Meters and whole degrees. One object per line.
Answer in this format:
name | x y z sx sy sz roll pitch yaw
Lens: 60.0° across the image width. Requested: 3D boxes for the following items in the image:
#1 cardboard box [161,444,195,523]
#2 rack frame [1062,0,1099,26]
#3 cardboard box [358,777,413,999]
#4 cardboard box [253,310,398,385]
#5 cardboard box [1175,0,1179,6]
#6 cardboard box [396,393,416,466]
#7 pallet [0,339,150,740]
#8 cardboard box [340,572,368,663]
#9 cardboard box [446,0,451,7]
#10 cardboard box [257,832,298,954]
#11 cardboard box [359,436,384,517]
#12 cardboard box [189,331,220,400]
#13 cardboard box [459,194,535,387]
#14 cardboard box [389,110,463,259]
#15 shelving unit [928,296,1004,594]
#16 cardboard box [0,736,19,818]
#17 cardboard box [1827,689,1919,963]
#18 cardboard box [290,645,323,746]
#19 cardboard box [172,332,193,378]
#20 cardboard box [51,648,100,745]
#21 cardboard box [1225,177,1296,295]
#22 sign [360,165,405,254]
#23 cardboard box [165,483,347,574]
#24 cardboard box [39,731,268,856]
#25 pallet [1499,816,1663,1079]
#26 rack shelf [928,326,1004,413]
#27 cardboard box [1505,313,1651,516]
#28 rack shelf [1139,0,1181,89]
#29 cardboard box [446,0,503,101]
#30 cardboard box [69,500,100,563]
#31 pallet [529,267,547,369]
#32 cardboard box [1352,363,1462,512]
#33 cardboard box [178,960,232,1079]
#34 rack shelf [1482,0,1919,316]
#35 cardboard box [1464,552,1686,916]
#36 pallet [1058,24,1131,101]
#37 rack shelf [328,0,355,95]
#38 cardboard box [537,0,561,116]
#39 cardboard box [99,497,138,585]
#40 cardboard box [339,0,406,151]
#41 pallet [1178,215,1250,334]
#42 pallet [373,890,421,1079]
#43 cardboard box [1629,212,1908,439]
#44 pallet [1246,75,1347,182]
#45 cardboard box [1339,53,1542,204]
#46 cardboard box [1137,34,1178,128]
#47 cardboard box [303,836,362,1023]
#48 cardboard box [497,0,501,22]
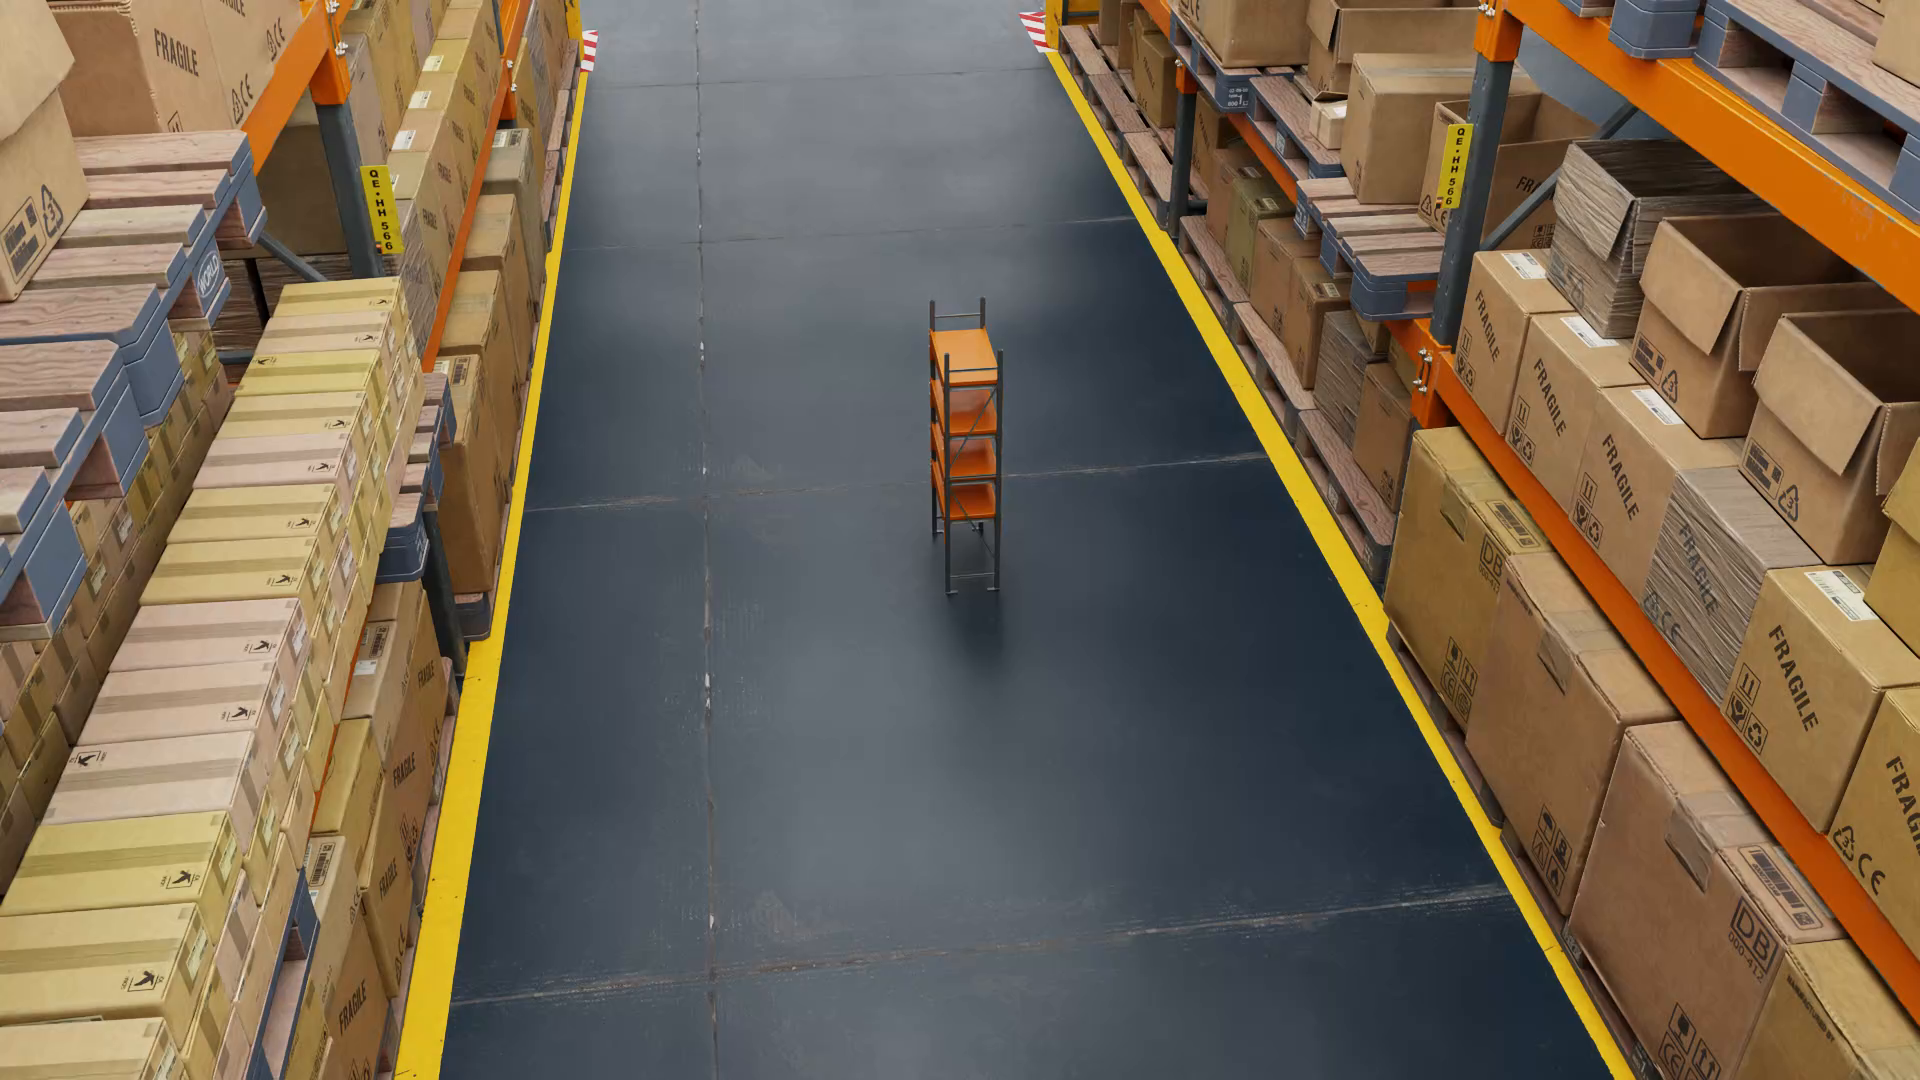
cardboard box | -2.628 -0.166 5.181 0.380 0.149 0.250 -3 34 -4
rack frame | 1.292 -5.445 13.077 1.000 3.000 0.127 -4 35 -6
cardboard box | -2.060 1.129 5.277 0.500 0.500 0.500 -6 35 -9
cardboard box | -2.009 -0.598 5.286 0.380 0.149 0.250 -5 35 -7
cardboard box | 1.510 -3.207 10.016 0.380 0.149 0.250 -4 35 -6
cardboard box | -2.007 -0.352 5.454 0.380 0.149 0.250 -4 35 -7
pallet | -2.000 0.056 2.508 1.213 0.211 1.003 -4 35 -6
cardboard box | -1.872 0.225 4.606 0.380 0.149 0.250 -3 34 -5
cardboard box | -3.026 -3.072 8.617 0.700 0.500 0.500 -5 35 -7
cardboard box | -1.725 0.812 3.745 0.380 0.149 0.250 -4 34 -6
cardboard box | -1.934 -0.178 4.934 0.380 0.149 0.250 -4 35 -6
cardboard box | -2.695 -0.570 5.508 0.380 0.149 0.250 -3 34 -4
cardboard box | -2.800 -1.260 8.560 1.050 0.750 0.750 -4 35 -6
cardboard box | -2.492 -1.539 7.256 0.500 0.500 0.500 -4 35 -6
shelving unit | 0.022 -0.403 7.277 0.258 1.200 0.503 -4 35 -6
cardboard box | -2.414 0.587 3.810 0.380 0.149 0.250 -6 35 -9
cardboard box | 2.513 0.693 3.981 0.500 0.500 0.500 -3 34 -5
cardboard box | -1.801 0.391 4.098 0.380 0.149 0.250 -5 35 -7
cardboard box | -2.652 -0.555 5.223 0.380 0.149 0.250 -5 35 -8
cardboard box | -2.487 0.418 4.322 0.380 0.149 0.250 -5 35 -8
cardboard box | 1.937 -1.750 9.484 0.700 0.500 0.500 -5 35 -7
sign | -2.024 -1.154 5.822 0.100 0.325 0.005 -4 35 -6
cardboard box | -1.869 -0.017 4.433 0.380 0.149 0.250 -3 34 -4
cardboard box | -1.727 0.562 3.583 0.380 0.149 0.250 -5 35 -7
pallet | 2.560 1.296 5.661 1.003 0.211 1.213 -4 35 -6
rack shelf | 0.022 -0.728 7.055 0.258 0.148 0.480 -4 35 -6
cardboard box | 2.235 -0.443 5.648 0.500 0.500 0.500 -5 35 -8
rack shelf | 1.561 -4.032 11.642 1.077 0.370 4.000 -4 35 -6
cardboard box | -2.764 -2.664 8.907 0.500 0.500 0.500 -5 35 -7
cardboard box | -2.512 0.029 4.366 0.380 0.149 0.250 -3 34 -5
pallet | -2.920 -1.317 9.495 1.003 0.211 1.213 -4 35 -6
cardboard box | 2.258 -0.502 7.652 0.700 0.500 0.500 -6 35 -9
cardboard box | -1.657 0.979 3.237 0.380 0.149 0.250 -5 35 -7
rack shelf | 2.637 -0.807 4.246 1.077 0.370 4.000 -4 35 -6
cardboard box | 2.552 0.608 5.708 1.225 0.875 0.875 -4 35 -6
pallet | 1.376 -3.795 13.131 1.003 0.211 1.213 -4 35 -6
rack shelf | -2.830 -2.720 7.053 1.077 0.370 4.000 -4 35 -6
cardboard box | -3.360 -3.557 11.820 0.875 0.875 0.875 -5 35 -7
cardboard box | -2.550 0.010 4.657 0.380 0.149 0.250 -4 35 -6
cardboard box | -2.752 -1.936 6.950 0.700 0.500 0.500 -5 35 -7
pallet | 1.936 -1.627 9.949 1.003 0.211 1.213 -4 35 -6
pallet | -2.296 1.606 5.206 1.003 0.211 1.213 -4 35 -6
cardboard box | 2.535 -0.664 5.081 0.797 0.503 0.637 -4 34 -5
pallet | 2.061 -2.003 8.196 1.003 0.211 1.213 -4 35 -6
cardboard box | 2.081 -1.798 7.263 0.700 0.500 0.500 0 34 1
cardboard box | 1.570 -3.240 11.687 0.500 0.500 0.500 -7 35 -11
cardboard box | -1.999 1.106 4.645 0.500 0.250 0.500 -3 34 -5
cardboard box | -3.160 -3.161 9.591 0.875 0.550 0.550 -4 35 -6
